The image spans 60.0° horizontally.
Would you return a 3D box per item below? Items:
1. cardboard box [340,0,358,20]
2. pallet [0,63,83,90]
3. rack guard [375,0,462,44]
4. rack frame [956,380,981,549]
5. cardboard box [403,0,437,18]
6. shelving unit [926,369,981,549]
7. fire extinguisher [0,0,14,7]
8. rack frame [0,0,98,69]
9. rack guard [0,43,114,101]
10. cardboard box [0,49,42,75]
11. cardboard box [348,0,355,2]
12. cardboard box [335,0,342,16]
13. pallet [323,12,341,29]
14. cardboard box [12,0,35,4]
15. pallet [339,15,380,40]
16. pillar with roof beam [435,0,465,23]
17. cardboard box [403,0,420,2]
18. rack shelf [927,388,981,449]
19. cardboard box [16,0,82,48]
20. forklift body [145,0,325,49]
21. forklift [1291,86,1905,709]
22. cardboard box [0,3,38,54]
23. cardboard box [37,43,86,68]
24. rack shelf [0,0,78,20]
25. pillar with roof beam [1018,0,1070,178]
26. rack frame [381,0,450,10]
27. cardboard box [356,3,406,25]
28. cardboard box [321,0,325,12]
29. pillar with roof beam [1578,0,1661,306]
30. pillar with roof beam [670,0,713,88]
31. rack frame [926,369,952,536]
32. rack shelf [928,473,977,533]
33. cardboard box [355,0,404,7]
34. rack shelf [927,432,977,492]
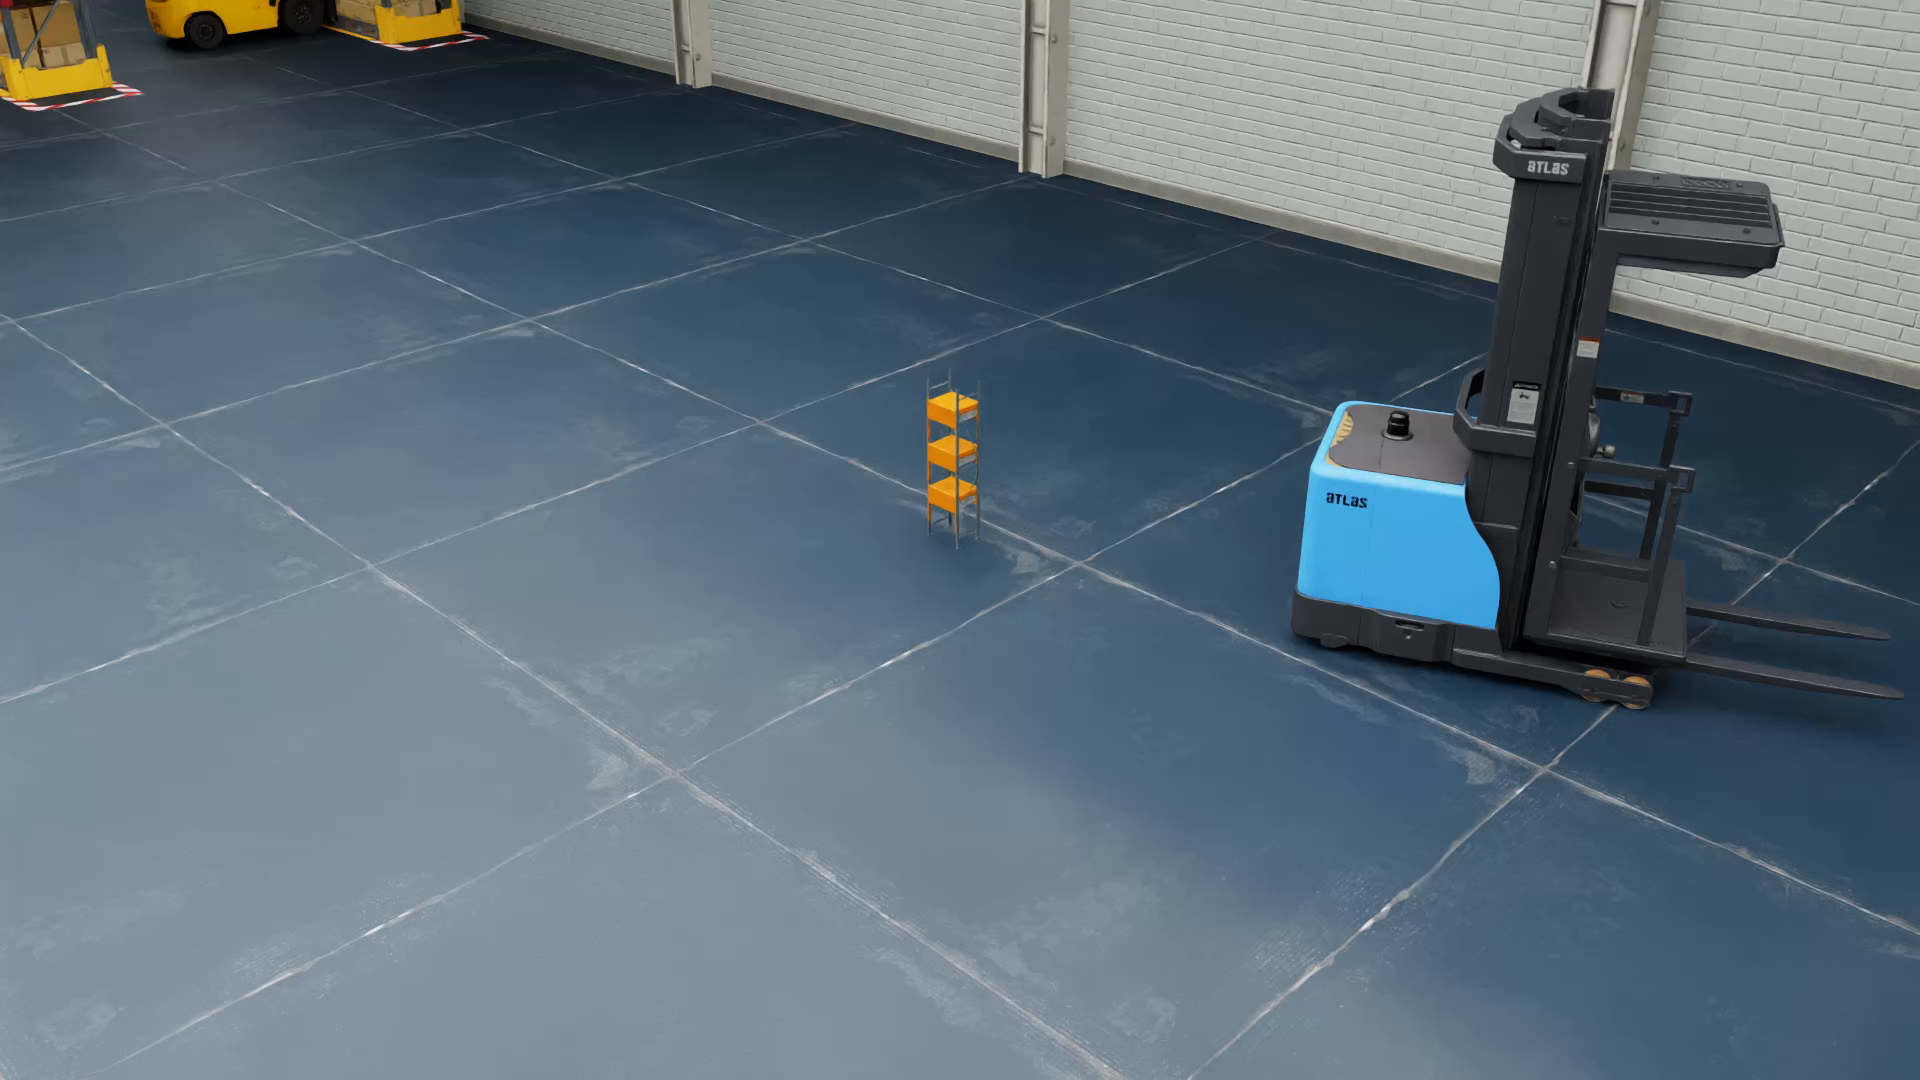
[{"bbox_3d":[-8.730,-7.814,24.390,0.500,0.250,0.500,25,36,38],"label":"cardboard box"},{"bbox_3d":[-11.911,-6.050,21.529,1.213,0.211,1.003,25,36,38],"label":"pallet"},{"bbox_3d":[-7.808,-7.517,24.008,0.348,0.500,1.175,25,36,38],"label":"rack guard"},{"bbox_3d":[0.049,-0.442,9.963,0.008,1.050,0.200,25,36,38],"label":"rack frame"},{"bbox_3d":[-8.038,-7.825,24.412,0.500,0.250,0.500,25,37,39],"label":"cardboard box"},{"bbox_3d":[-0.038,-0.482,10.039,0.252,1.050,0.215,25,36,38],"label":"shelving unit"},{"bbox_3d":[-11.544,-6.758,19.962,0.183,0.674,0.296,25,36,38],"label":"fire extinguisher"},{"bbox_3d":[-11.303,-6.982,20.306,0.127,3.000,1.000,25,36,38],"label":"rack frame"},{"bbox_3d":[-11.357,-5.901,20.935,0.348,0.500,1.175,25,36,38],"label":"rack guard"},{"bbox_3d":[-12.085,-6.134,21.195,0.500,0.250,0.500,24,36,38],"label":"cardboard box"},{"bbox_3d":[-8.742,-8.043,24.290,0.500,0.250,0.500,24,36,38],"label":"cardboard box"},{"bbox_3d":[-9.080,-7.980,24.706,0.500,0.250,0.500,-25,37,-39],"label":"cardboard box"},{"bbox_3d":[-9.266,-8.030,25.295,1.213,0.211,1.003,25,36,38],"label":"pallet"},{"bbox_3d":[-12.077,-6.815,21.685,0.500,0.500,0.500,23,35,37],"label":"cardboard box"},{"bbox_3d":[-8.400,-7.632,24.538,1.213,0.211,1.003,25,36,38],"label":"pallet"},{"bbox_3d":[-10.708,-10.384,20.329,0.400,9.000,9.100,25,36,38],"label":"pillar with roof beam"},{"bbox_3d":[-8.015,-8.043,24.290,0.500,0.250,0.500,-25,36,-38],"label":"cardboard box"},{"bbox_3d":[-0.038,-0.724,9.912,0.240,0.259,0.215,25,36,38],"label":"rack shelf"},{"bbox_3d":[-11.701,-6.646,21.363,0.500,0.500,0.500,23,36,37],"label":"cardboard box"},{"bbox_3d":[-10.456,-8.269,23.664,1.214,2.155,2.313,25,36,38],"label":"forklift body"},{"bbox_3d":[3.399,-0.704,8.439,3.031,2.935,1.130,10,29,18],"label":"forklift"},{"bbox_3d":[-12.057,-6.458,21.006,0.500,0.500,0.500,25,37,39],"label":"cardboard box"},{"bbox_3d":[-11.684,-6.306,21.523,0.500,0.250,0.500,24,36,38],"label":"cardboard box"},{"bbox_3d":[-12.729,-7.317,21.715,4.000,0.370,1.077,25,36,38],"label":"rack shelf"},{"bbox_3d":[-2.151,-6.468,12.882,0.400,9.000,9.100,25,36,38],"label":"pillar with roof beam"},{"bbox_3d":[-7.825,-8.631,23.441,0.127,3.000,1.000,25,36,38],"label":"rack frame"},{"bbox_3d":[-8.382,-7.648,24.076,0.500,0.250,0.500,25,37,39],"label":"cardboard box"},{"bbox_3d":[-9.466,-8.142,25.014,0.500,0.250,0.500,-24,36,-38],"label":"cardboard box"},{"bbox_3d":[2.127,-4.511,9.159,0.400,9.000,9.100,25,36,38],"label":"pillar with roof beam"},{"bbox_3d":[-6.430,-8.426,16.606,0.400,9.000,9.100,25,36,38],"label":"pillar with roof beam"},{"bbox_3d":[-0.125,-0.522,10.115,0.008,1.050,0.200,25,36,38],"label":"rack frame"},{"bbox_3d":[-0.038,-0.227,10.173,0.240,0.259,0.215,25,36,38],"label":"rack shelf"},{"bbox_3d":[-8.391,-7.876,23.972,0.500,0.250,0.500,24,36,38],"label":"cardboard box"},{"bbox_3d":[-0.038,-0.473,10.044,0.240,0.259,0.215,25,36,38],"label":"rack shelf"}]
